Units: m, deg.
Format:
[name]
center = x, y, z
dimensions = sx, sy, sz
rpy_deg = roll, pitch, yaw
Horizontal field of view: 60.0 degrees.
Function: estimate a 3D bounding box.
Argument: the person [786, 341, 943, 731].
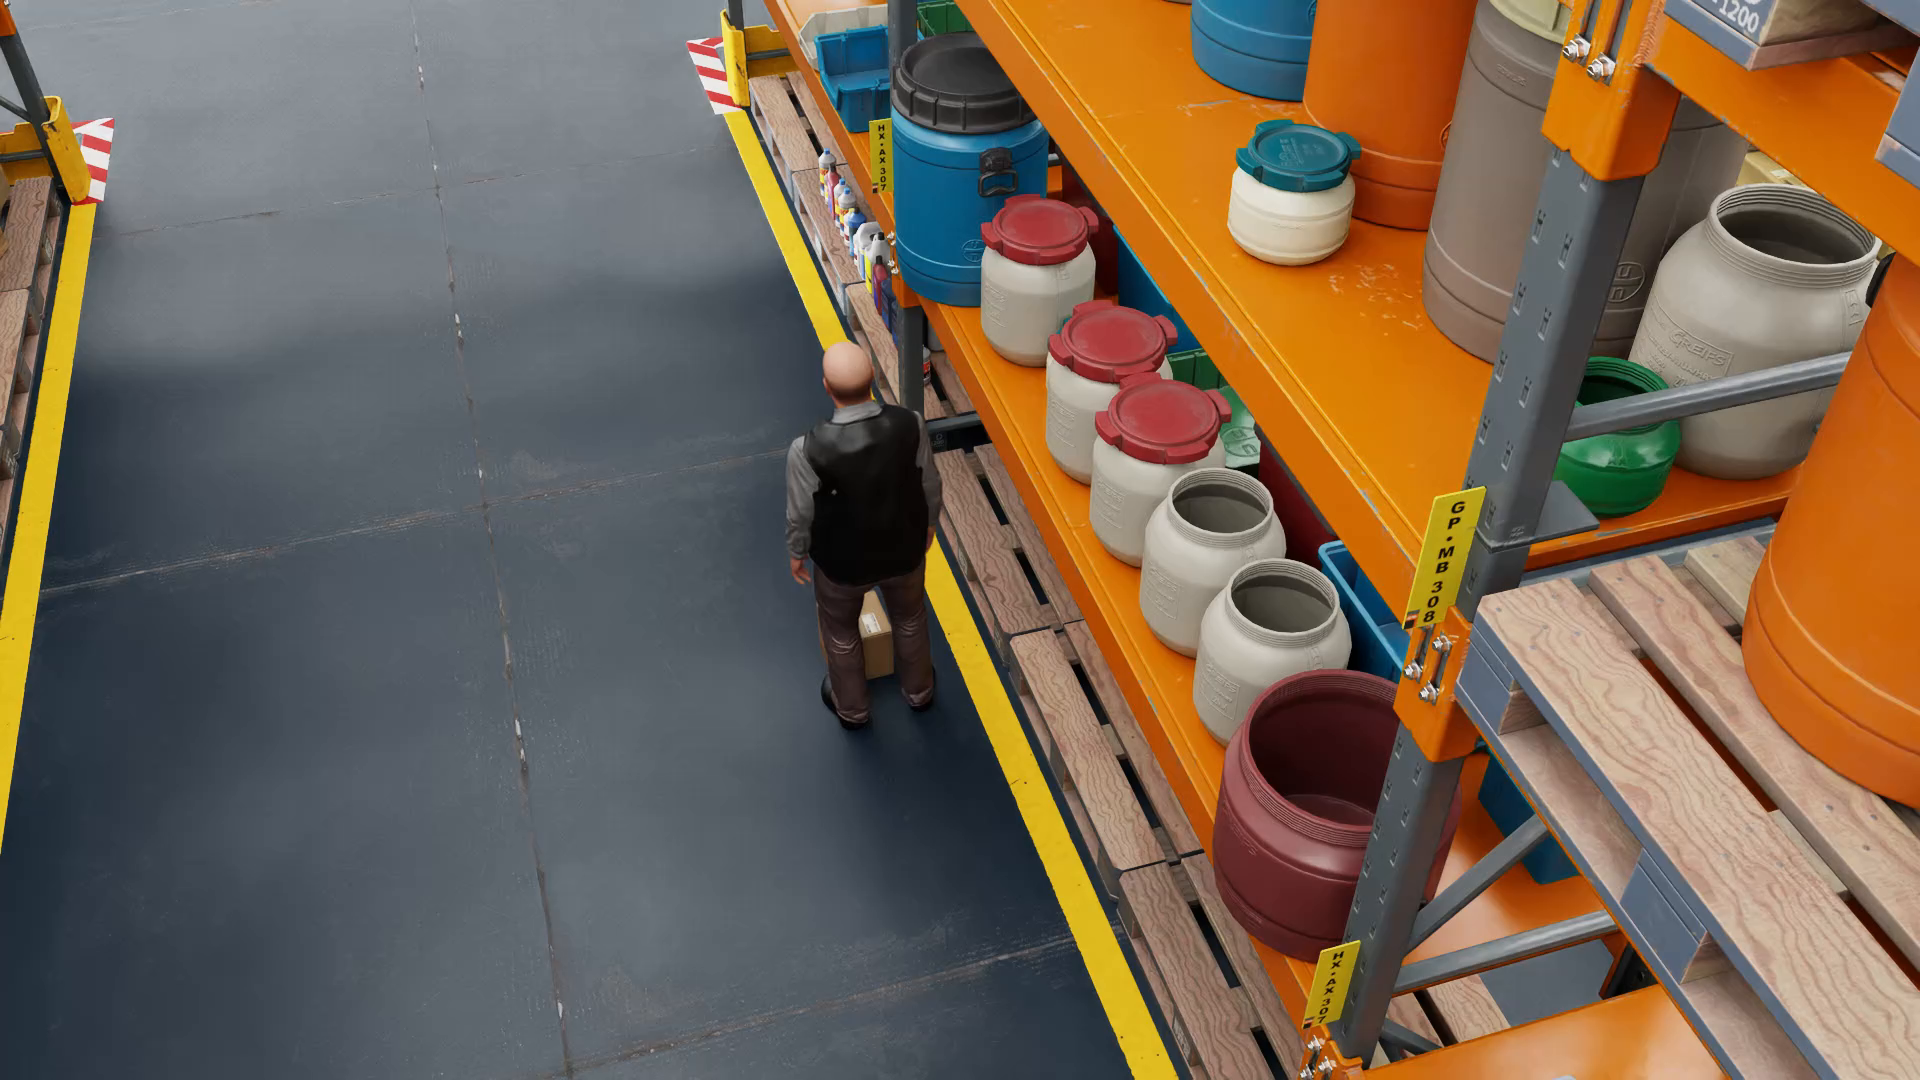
[person]
center = -0.341, 0.037, 6.136
dimensions = 0.588, 1.721, 0.411
rpy_deg = -13, 44, -14
